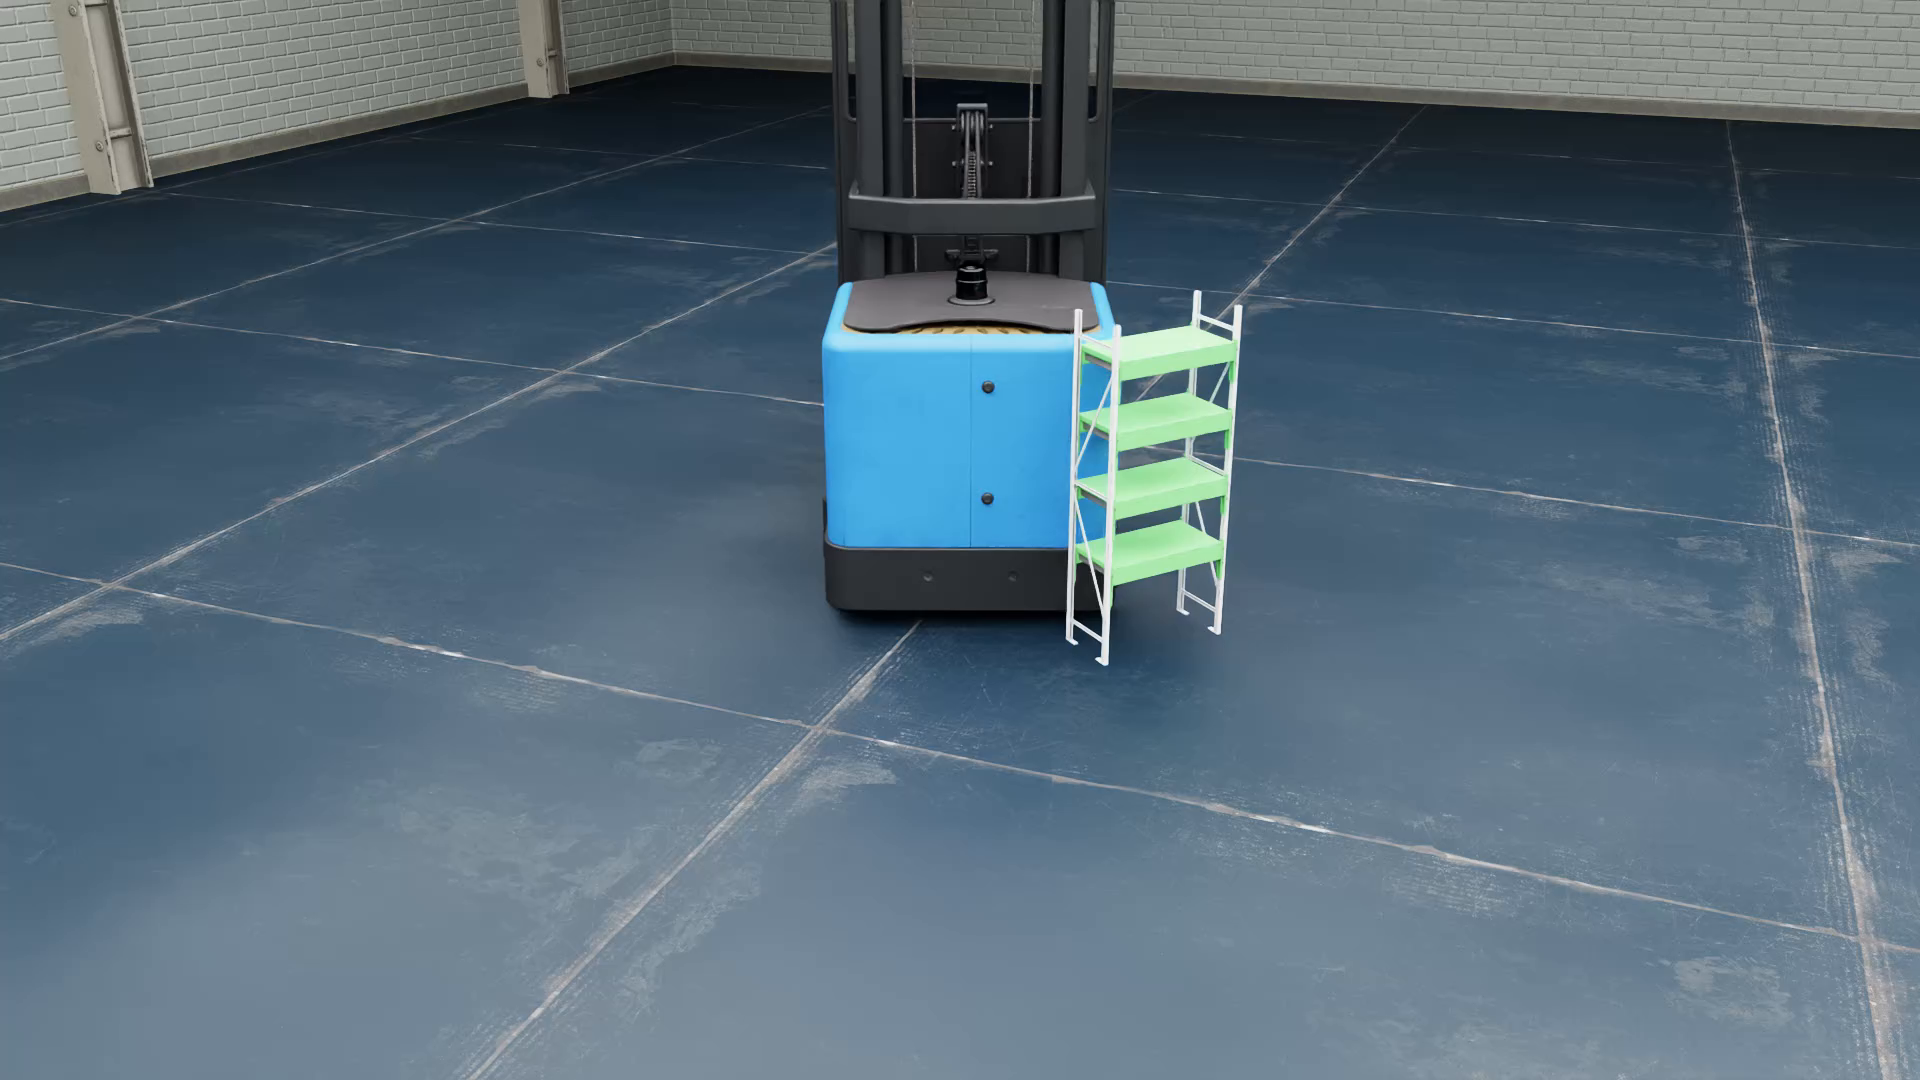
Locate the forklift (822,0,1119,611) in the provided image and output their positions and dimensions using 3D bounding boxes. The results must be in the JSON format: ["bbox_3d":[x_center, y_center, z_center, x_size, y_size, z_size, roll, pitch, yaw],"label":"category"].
[{"bbox_3d":[0.051,-1.616,6.816,1.130,2.935,3.031,0,23,0],"label":"forklift"}]

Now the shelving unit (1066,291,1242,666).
[{"bbox_3d":[0.654,-0.209,5.694,0.503,1.200,0.258,-13,26,-28],"label":"shelving unit"}]

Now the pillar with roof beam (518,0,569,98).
[{"bbox_3d":[-0.655,-8.563,15.574,9.100,9.000,0.400,9,24,20],"label":"pillar with roof beam"}]

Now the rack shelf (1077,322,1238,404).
[{"bbox_3d":[0.654,-0.593,5.534,0.480,0.148,0.258,-13,26,-28],"label":"rack shelf"}]

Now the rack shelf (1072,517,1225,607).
[{"bbox_3d":[0.654,0.071,5.811,0.480,0.148,0.258,-13,26,-28],"label":"rack shelf"}]

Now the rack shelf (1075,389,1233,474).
[{"bbox_3d":[0.654,-0.372,5.626,0.480,0.148,0.258,-13,26,-28],"label":"rack shelf"}]

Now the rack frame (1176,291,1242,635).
[{"bbox_3d":[0.864,-0.256,5.807,0.015,1.200,0.240,-13,26,-28],"label":"rack frame"}]

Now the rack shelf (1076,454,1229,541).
[{"bbox_3d":[0.654,-0.150,5.719,0.480,0.148,0.258,-13,26,-28],"label":"rack shelf"}]

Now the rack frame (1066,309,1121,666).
[{"bbox_3d":[0.443,-0.162,5.581,0.015,1.200,0.240,-13,26,-28],"label":"rack frame"}]

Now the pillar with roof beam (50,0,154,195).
[{"bbox_3d":[-2.883,-6.416,10.434,9.100,9.000,0.400,9,24,20],"label":"pillar with roof beam"}]
